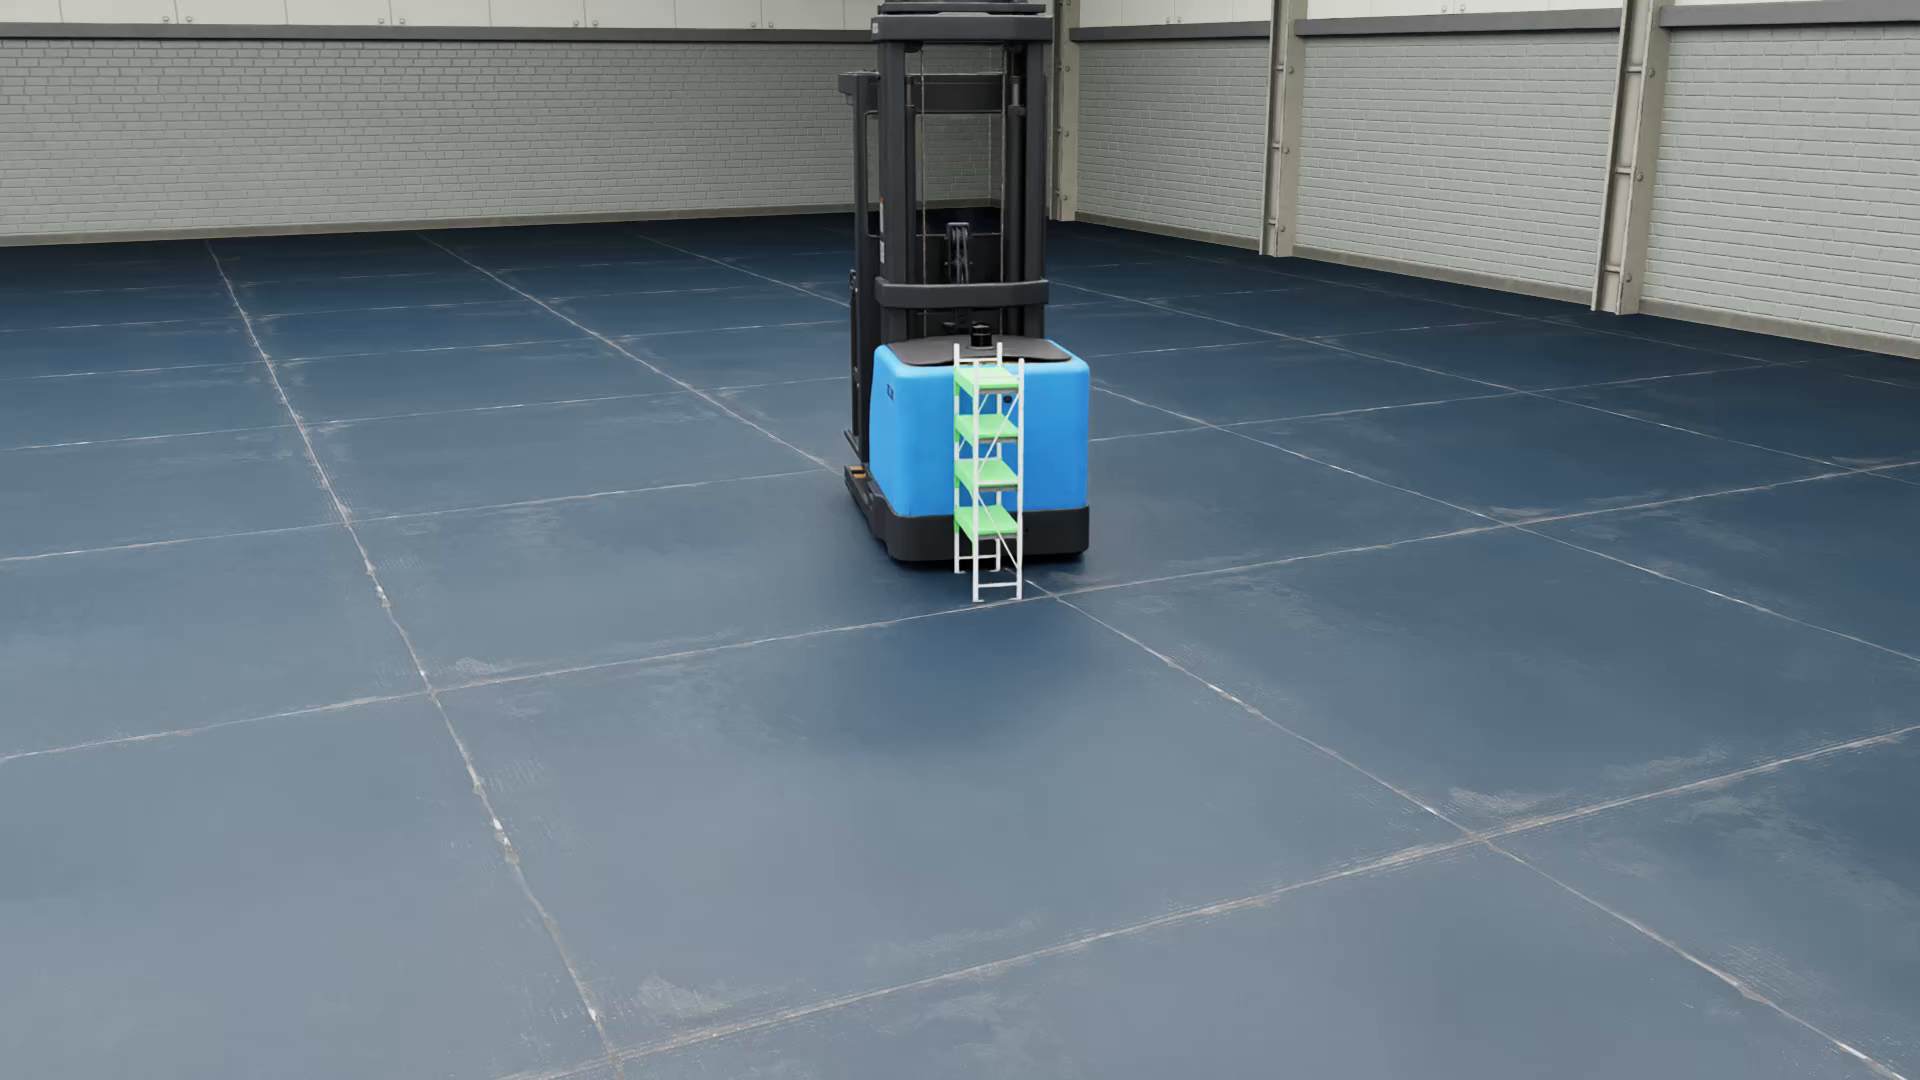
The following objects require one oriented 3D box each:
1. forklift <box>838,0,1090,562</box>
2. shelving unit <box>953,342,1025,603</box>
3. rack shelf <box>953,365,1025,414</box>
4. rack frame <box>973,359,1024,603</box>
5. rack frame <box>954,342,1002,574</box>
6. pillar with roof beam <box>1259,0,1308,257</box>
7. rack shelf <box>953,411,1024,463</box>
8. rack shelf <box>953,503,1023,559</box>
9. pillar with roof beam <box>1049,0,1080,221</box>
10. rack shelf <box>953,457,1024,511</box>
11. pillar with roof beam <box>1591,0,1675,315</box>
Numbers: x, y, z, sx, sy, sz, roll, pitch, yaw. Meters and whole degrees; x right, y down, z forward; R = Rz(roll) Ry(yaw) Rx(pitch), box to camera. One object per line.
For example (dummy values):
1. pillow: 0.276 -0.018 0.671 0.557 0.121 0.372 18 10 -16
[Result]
1. forklift: -0.101 -1.660 9.721 1.130 2.935 3.031 -3 16 -11
2. shelving unit: 0.138 -0.342 8.268 0.258 1.200 0.503 -3 16 -11
3. rack shelf: 0.138 -0.742 8.153 0.258 0.148 0.480 -3 16 -11
4. rack frame: 0.185 -0.276 8.038 0.240 1.200 0.015 -3 16 -11
5. rack frame: 0.092 -0.408 8.498 0.240 1.200 0.015 -3 16 -11
6. pillar with roof beam: 0.496 -7.733 19.883 9.100 9.000 0.400 -8 18 -25
7. rack shelf: 0.138 -0.511 8.219 0.258 0.148 0.480 -3 16 -11
8. rack shelf: 0.138 -0.050 8.352 0.258 0.148 0.480 -3 16 -11
9. pillar with roof beam: -2.132 -9.221 25.068 9.100 9.000 0.400 -8 18 -25
10. rack shelf: 0.138 -0.281 8.286 0.258 0.148 0.480 -3 16 -11
11. pillar with roof beam: 3.125 -6.245 14.699 9.100 9.000 0.400 -8 18 -25
